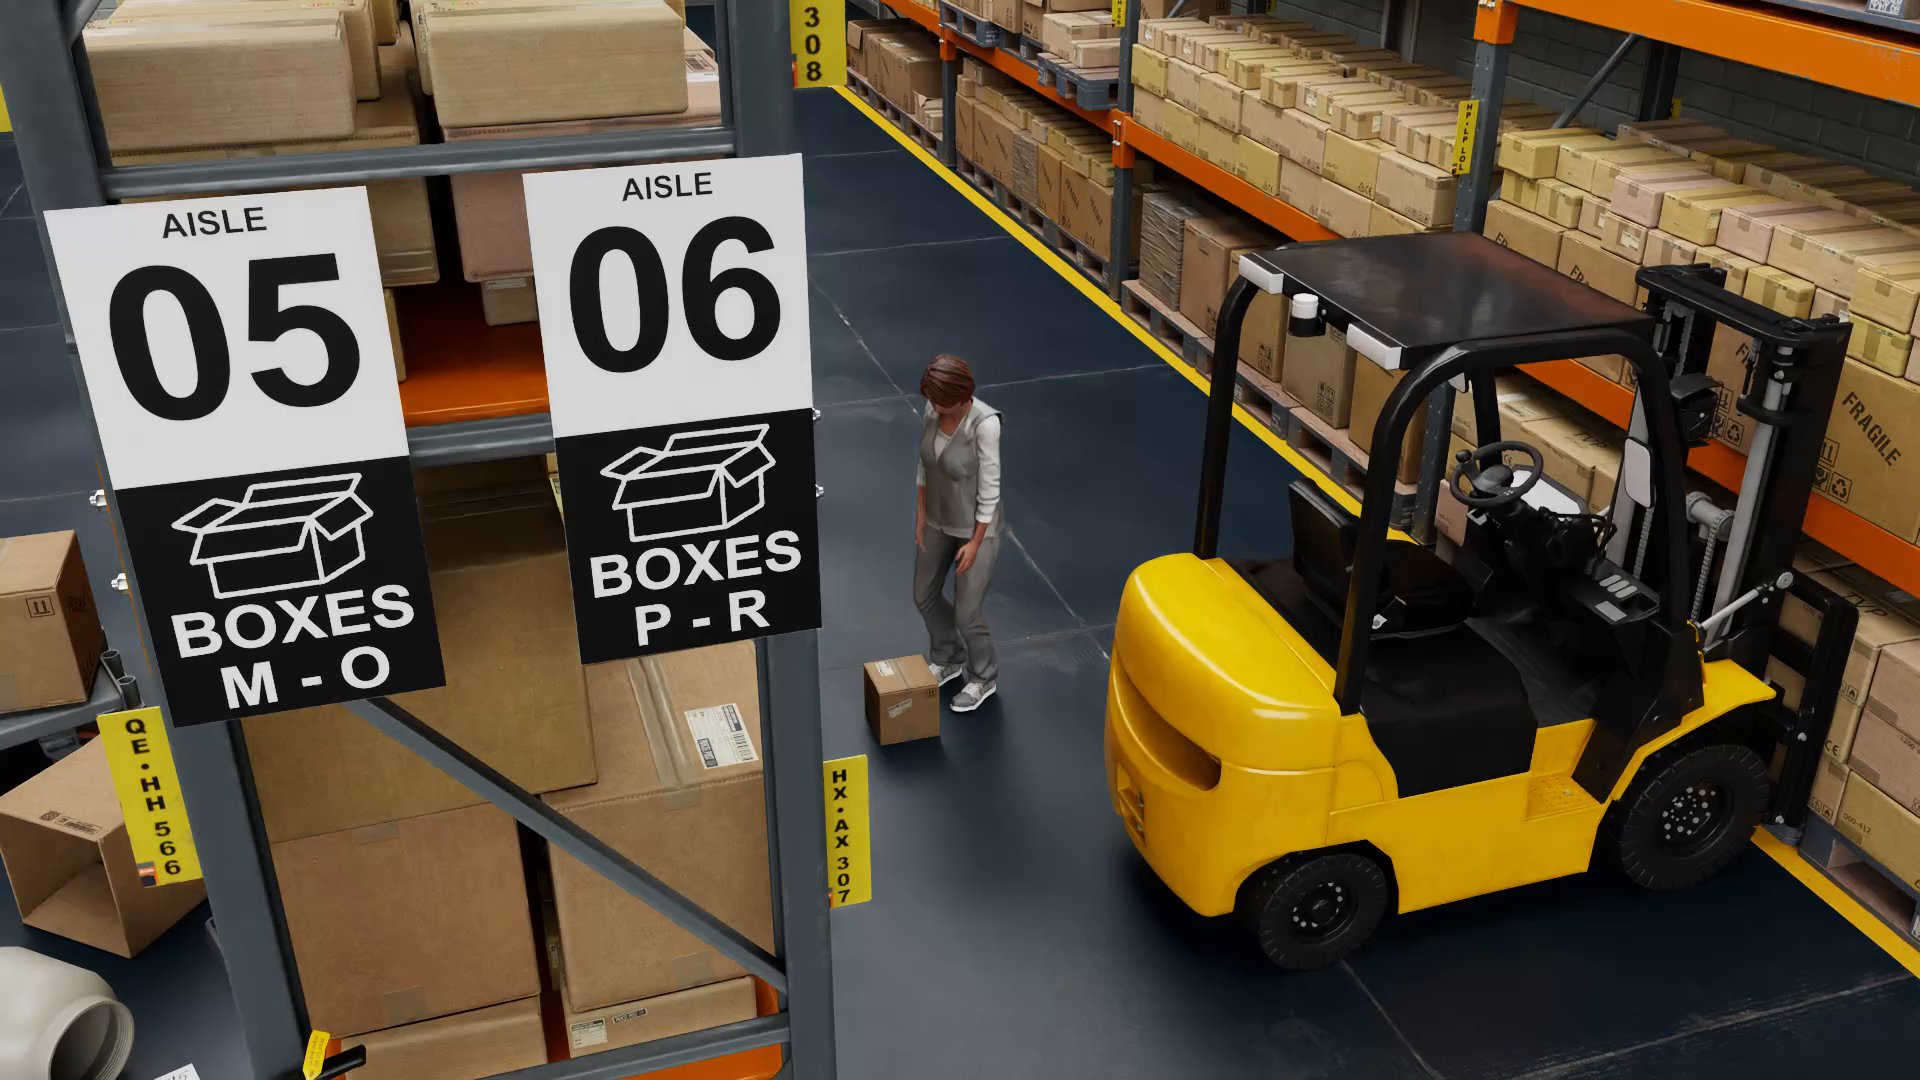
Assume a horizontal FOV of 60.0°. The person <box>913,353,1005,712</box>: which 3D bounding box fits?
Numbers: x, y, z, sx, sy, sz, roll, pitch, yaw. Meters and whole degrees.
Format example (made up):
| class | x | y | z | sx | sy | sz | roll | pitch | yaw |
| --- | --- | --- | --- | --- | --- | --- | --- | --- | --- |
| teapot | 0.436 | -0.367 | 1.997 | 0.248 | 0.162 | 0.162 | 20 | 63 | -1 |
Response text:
| class | x | y | z | sx | sy | sz | roll | pitch | yaw |
| --- | --- | --- | --- | --- | --- | --- | --- | --- | --- |
| person | 0.002 | -0.033 | 6.746 | 0.426 | 1.559 | 0.383 | 24 | 35 | 39 |
